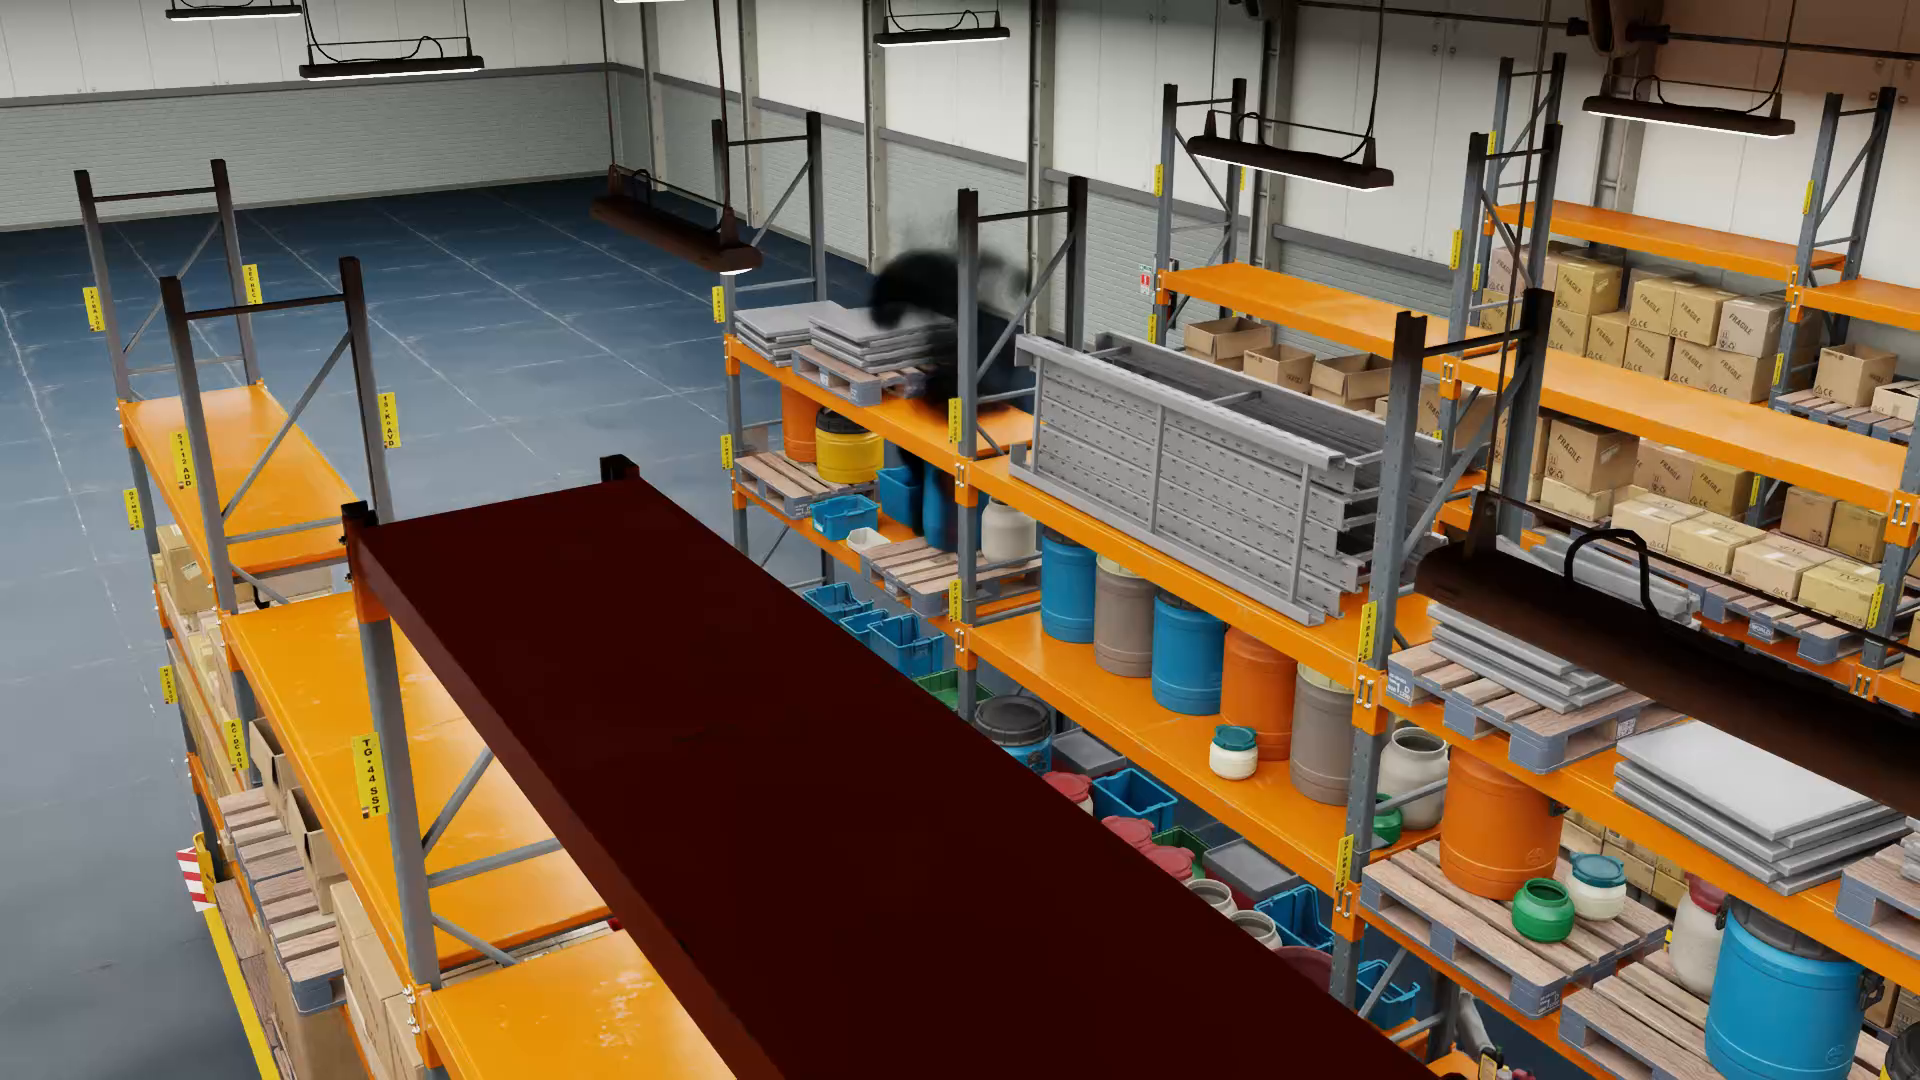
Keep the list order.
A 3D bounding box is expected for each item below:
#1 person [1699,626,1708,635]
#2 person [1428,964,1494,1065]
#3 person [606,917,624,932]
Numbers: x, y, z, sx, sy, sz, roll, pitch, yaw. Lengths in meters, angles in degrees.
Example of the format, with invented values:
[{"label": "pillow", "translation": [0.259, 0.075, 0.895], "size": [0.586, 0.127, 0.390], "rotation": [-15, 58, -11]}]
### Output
[{"label": "person", "translation": [6.830, 1.404, 15.748], "size": [0.608, 1.615, 0.581], "rotation": [-14, 26, -31]}, {"label": "person", "translation": [3.549, 2.968, 11.749], "size": [0.675, 1.756, 0.817], "rotation": [-19, 29, -39]}, {"label": "person", "translation": [-2.154, 2.866, 11.162], "size": [0.662, 1.775, 0.905], "rotation": [-15, 26, -32]}]
